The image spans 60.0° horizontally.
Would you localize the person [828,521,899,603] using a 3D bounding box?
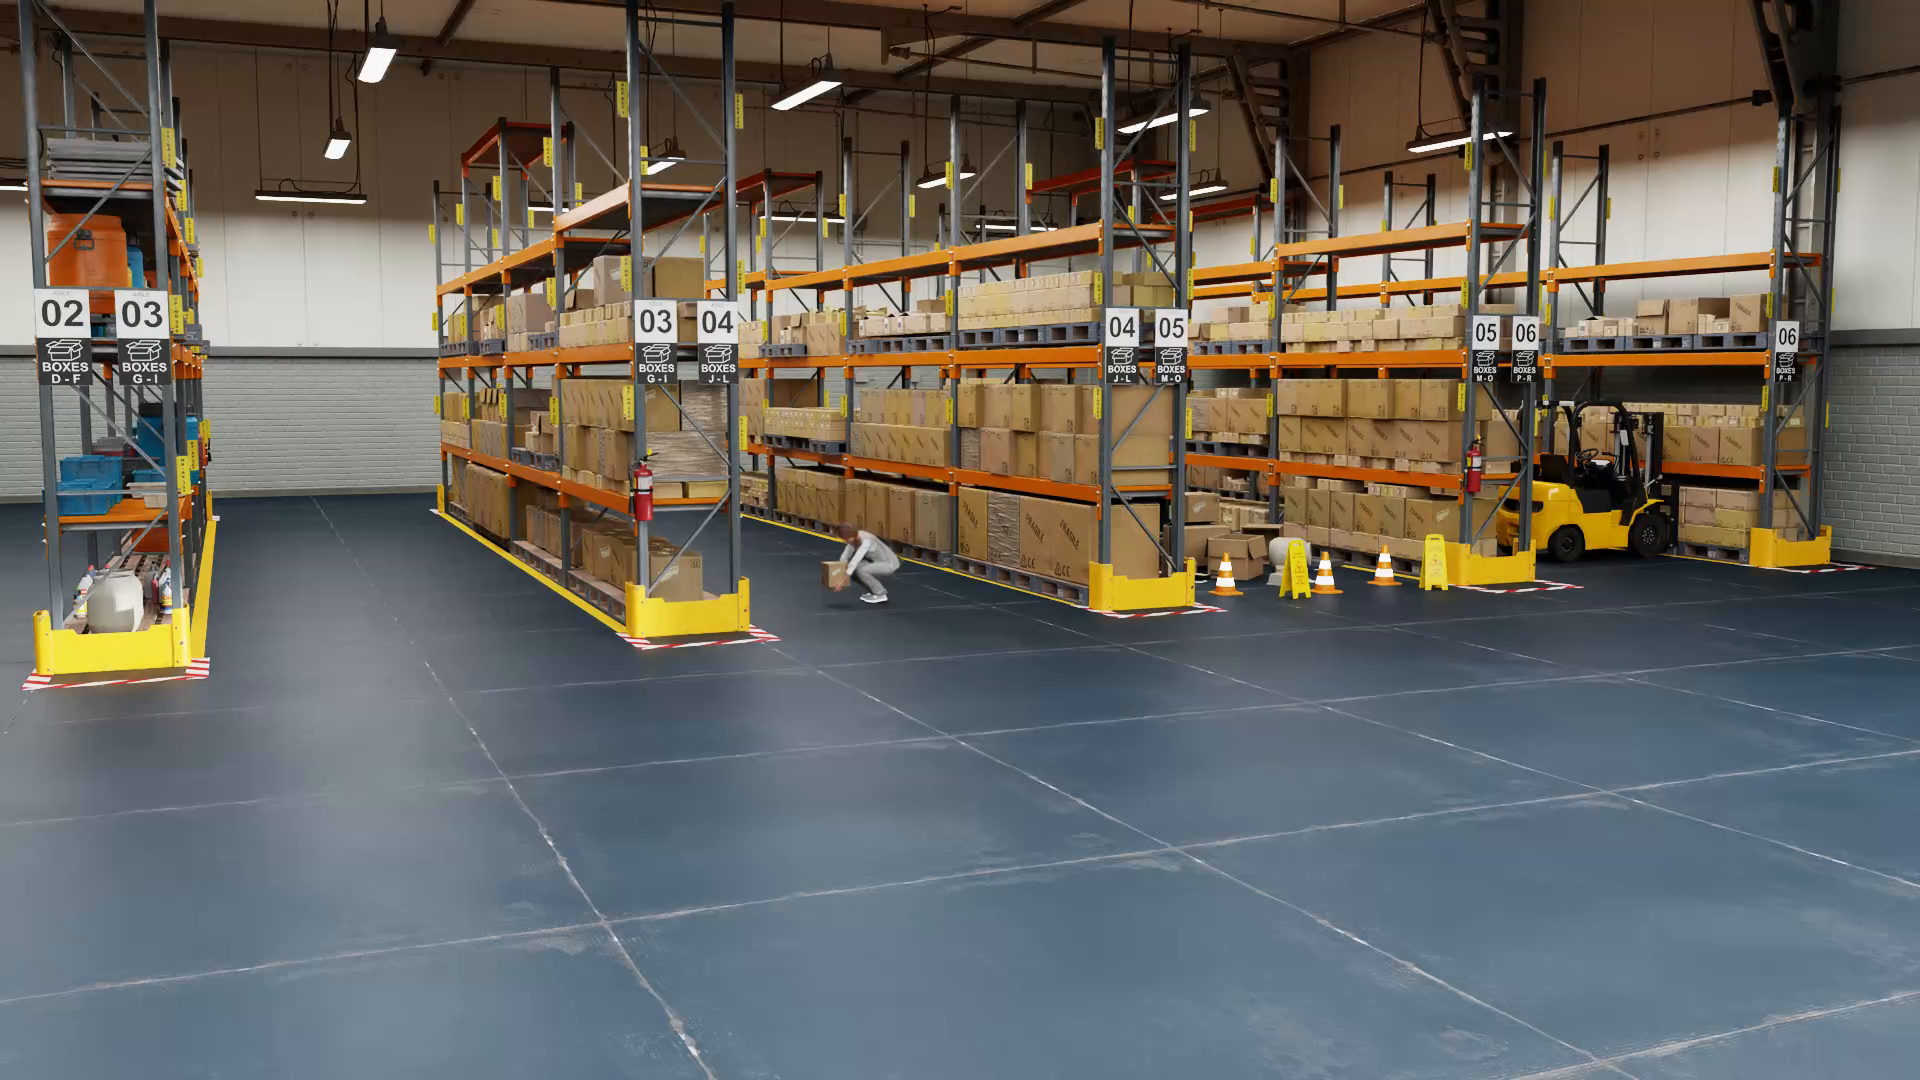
[{"bbox_3d":[-1.060,0.245,18.362,0.820,0.895,0.426,-3,6,-25],"label":"person"}]
